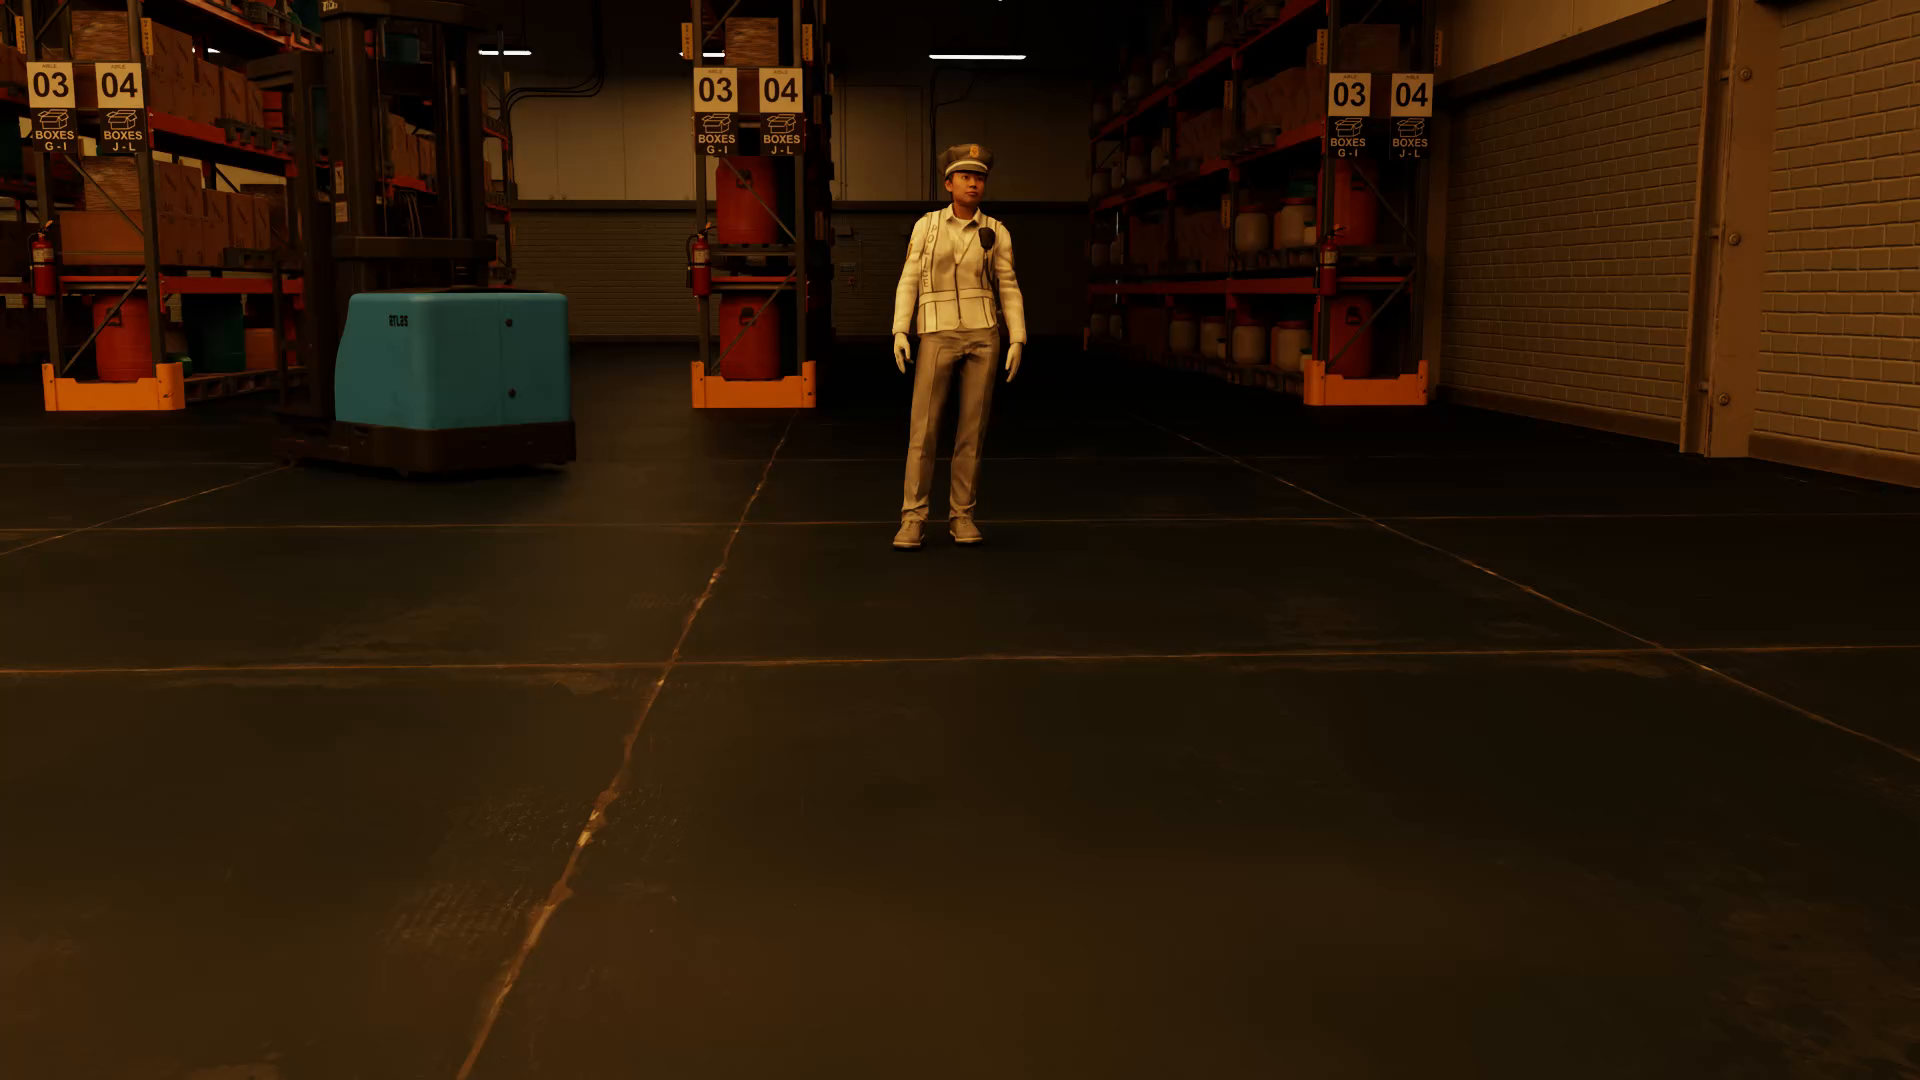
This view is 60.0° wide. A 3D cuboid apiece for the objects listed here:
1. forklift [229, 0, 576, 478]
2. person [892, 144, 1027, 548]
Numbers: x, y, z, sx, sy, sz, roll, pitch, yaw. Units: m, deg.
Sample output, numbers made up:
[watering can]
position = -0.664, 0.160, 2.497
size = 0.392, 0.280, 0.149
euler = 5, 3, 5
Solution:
[forklift]
position = -3.747, -1.963, 10.553
size = 3.031, 2.935, 1.130
euler = 8, 12, 43
[person]
position = -0.003, -0.835, 7.116
size = 0.586, 1.694, 0.530
euler = -1, 8, -4
